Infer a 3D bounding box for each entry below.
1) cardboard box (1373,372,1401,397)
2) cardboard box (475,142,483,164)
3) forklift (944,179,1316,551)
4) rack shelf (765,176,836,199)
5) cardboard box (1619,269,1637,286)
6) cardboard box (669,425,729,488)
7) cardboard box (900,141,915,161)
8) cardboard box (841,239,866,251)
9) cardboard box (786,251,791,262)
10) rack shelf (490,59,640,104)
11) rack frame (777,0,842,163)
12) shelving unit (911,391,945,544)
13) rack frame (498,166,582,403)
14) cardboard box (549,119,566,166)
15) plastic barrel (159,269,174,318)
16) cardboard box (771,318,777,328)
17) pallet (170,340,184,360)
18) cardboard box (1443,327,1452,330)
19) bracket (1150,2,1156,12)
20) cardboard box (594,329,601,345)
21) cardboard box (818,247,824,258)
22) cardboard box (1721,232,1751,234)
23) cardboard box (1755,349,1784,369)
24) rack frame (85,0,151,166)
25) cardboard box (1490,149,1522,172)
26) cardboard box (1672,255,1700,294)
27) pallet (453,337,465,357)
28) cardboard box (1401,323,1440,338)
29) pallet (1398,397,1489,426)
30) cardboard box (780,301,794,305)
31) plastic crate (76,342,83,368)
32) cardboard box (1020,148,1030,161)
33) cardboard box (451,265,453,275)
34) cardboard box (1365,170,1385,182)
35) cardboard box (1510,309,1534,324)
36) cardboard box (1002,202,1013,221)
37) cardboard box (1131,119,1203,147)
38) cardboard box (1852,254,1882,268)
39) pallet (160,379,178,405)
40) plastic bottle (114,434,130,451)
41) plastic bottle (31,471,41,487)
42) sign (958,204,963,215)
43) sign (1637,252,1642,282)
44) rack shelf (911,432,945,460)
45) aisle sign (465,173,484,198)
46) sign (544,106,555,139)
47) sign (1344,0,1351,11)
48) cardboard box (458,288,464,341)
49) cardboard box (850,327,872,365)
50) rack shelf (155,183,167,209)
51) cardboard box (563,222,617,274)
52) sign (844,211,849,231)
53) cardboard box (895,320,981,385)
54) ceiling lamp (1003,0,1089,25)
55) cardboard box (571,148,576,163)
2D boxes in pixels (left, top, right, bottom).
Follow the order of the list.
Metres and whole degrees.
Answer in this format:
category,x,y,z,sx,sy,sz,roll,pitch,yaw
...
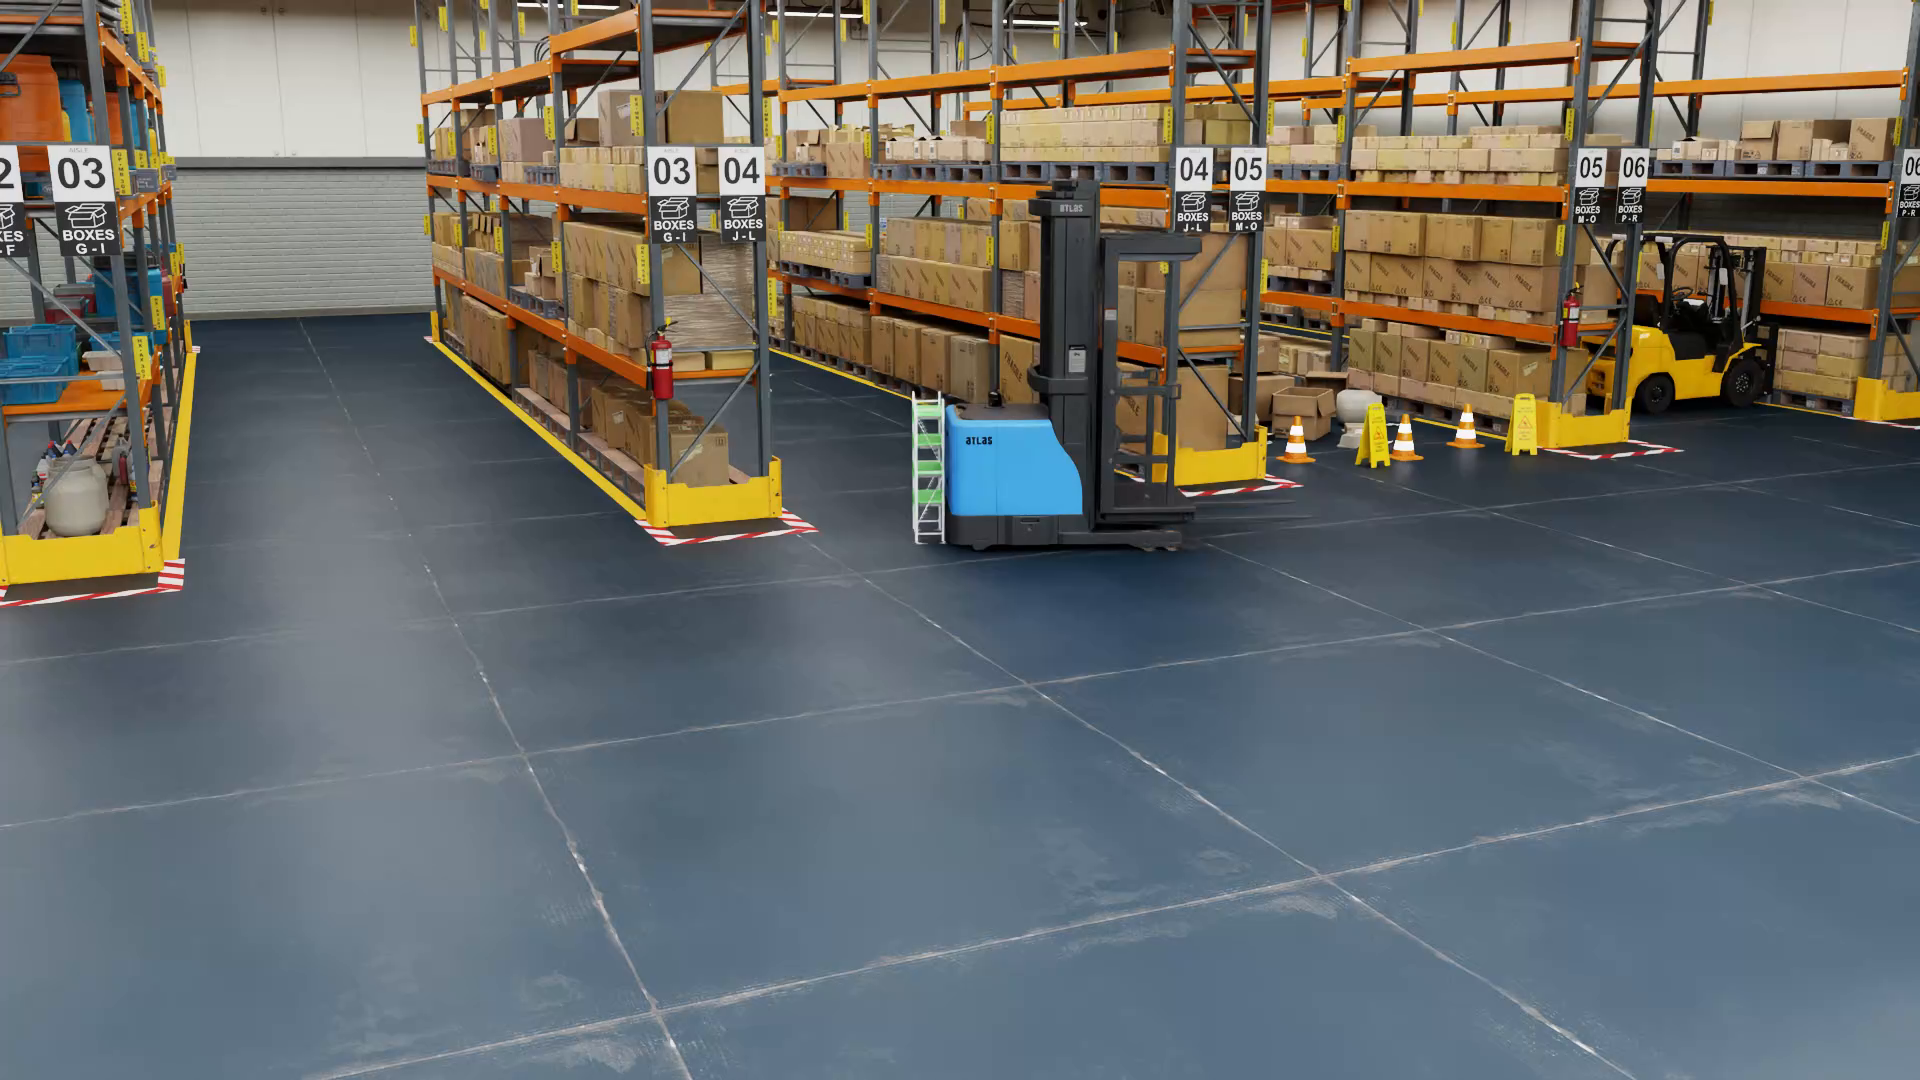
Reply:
category,x,y,z,sx,sy,sz,roll,pitch,yaw
cardboard box,5.553,-1.969,20.891,0.500,0.250,0.500,-5,14,-20
cardboard box,-6.588,-5.505,23.616,0.500,0.311,0.500,-6,14,-25
forklift,1.401,-1.455,13.655,3.031,2.935,1.130,-1,13,-4
rack shelf,-3.161,-6.068,28.380,1.077,0.370,4.000,-6,14,-23
cardboard box,9.445,-3.816,24.037,0.500,0.250,0.500,-5,14,-22
cardboard box,-2.372,-0.755,15.092,0.500,0.500,0.500,-3,13,-13
cardboard box,-0.468,-5.086,21.722,0.500,0.250,0.500,-5,14,-21
cardboard box,-1.472,-4.202,23.678,0.380,0.149,0.250,-6,14,-24
cardboard box,-2.507,-4.447,26.056,0.380,0.149,0.250,-5,14,-22
rack shelf,-4.541,-5.255,19.100,1.077,0.370,4.000,-6,14,-23
rack frame,-2.359,-7.467,26.175,1.000,3.000,0.127,-6,14,-23
shelving unit,-0.265,-0.610,13.844,0.258,1.200,0.503,-1,13,-4
rack frame,-5.342,-3.291,21.435,1.000,3.000,0.127,-6,14,-23
cardboard box,-4.216,-4.481,18.766,0.797,0.503,0.637,-5,14,-21
plastic barrel,-9.417,-2.841,19.191,0.600,0.536,0.708,-6,14,-23
cardboard box,-2.897,-3.596,27.486,0.380,0.149,0.250,-6,14,-26
pallet,-12.790,-2.964,26.207,1.003,0.211,1.213,-6,14,-23
cardboard box,7.918,-3.690,27.771,0.500,0.500,0.500,-5,14,-21
bracket,4.334,-11.656,36.293,0.235,0.232,0.430,-6,14,-23
cardboard box,-3.406,-2.014,16.477,0.380,0.149,0.250,-6,14,-23
cardboard box,-1.891,-4.272,24.642,0.380,0.149,0.250,-5,14,-22
cardboard box,10.630,-4.124,22.717,0.380,0.149,0.250,-6,14,-24
cardboard box,10.591,-2.372,21.525,0.500,0.250,0.500,-6,14,-24
rack frame,-9.880,-5.766,18.826,1.000,3.000,0.127,-6,14,-23
cardboard box,6.303,-4.253,18.613,0.500,0.250,0.500,-6,14,-24
cardboard box,10.049,-3.636,22.705,0.500,0.500,0.500,-5,14,-22
pallet,-7.670,-3.175,27.120,1.003,0.211,1.213,-6,14,-23
cardboard box,5.642,-2.567,20.373,0.380,0.149,0.250,-5,14,-20
pallet,6.134,-1.613,20.370,1.003,0.211,1.213,-6,14,-23
cardboard box,-2.910,-4.065,28.852,0.380,0.149,0.250,-6,14,-23
plastic crate,-7.993,-1.608,14.634,0.450,0.188,0.662,-6,14,-23
cardboard box,0.884,-4.273,18.430,0.380,0.149,0.250,-6,14,-23
cardboard box,-7.779,-4.241,26.097,0.380,0.149,0.250,-5,14,-22
cardboard box,5.292,-4.552,20.792,0.380,0.149,0.250,-6,14,-23
cardboard box,6.394,-2.511,18.623,0.380,0.149,0.250,-6,14,-24
cardboard box,1.092,-5.935,30.420,0.500,0.500,0.500,-6,14,-23
cardboard box,1.995,-3.927,16.054,0.500,0.250,0.500,-5,14,-22
cardboard box,11.093,-3.393,20.218,0.380,0.149,0.250,-5,14,-22
pallet,-10.719,-1.896,21.592,1.003,0.211,1.213,-6,14,-23
plastic bottle,-7.888,-0.821,15.662,0.144,0.351,0.185,-6,14,-23
plastic bottle,-7.877,-0.444,14.183,0.061,0.283,0.133,-5,14,-22
sign,0.103,-7.601,38.228,0.339,0.242,0.001,-6,14,-23
sign,7.440,-3.004,18.276,0.100,0.325,0.005,-6,14,-23
rack shelf,-0.265,-0.782,13.805,0.258,0.148,0.480,-1,13,-4
aisle sign,-8.301,-6.252,28.465,0.394,0.787,0.004,-6,14,-23
sign,-4.247,-4.318,17.204,0.100,0.325,0.005,-6,14,-23
sign,4.834,-6.763,20.711,0.100,0.325,0.005,-6,14,-23
cardboard box,-7.496,-3.616,26.622,0.875,0.875,0.875,-6,14,-23
cardboard box,-1.260,-2.817,24.001,0.500,0.500,0.500,-6,14,-23
rack shelf,-10.682,-4.367,21.031,1.077,0.370,4.000,-6,14,-23
cardboard box,-3.793,-3.029,17.206,0.500,0.500,0.500,-6,14,-23
sign,-1.852,-5.159,26.941,0.100,0.325,0.005,-6,14,-23
cardboard box,-0.242,-2.512,22.129,1.050,0.750,0.750,-5,14,-22
ceiling lamp,1.873,-12.398,34.534,2.000,3.185,0.800,-6,14,-23
cardboard box,-3.723,-3.903,16.877,0.380,0.149,0.250,-6,14,-26
